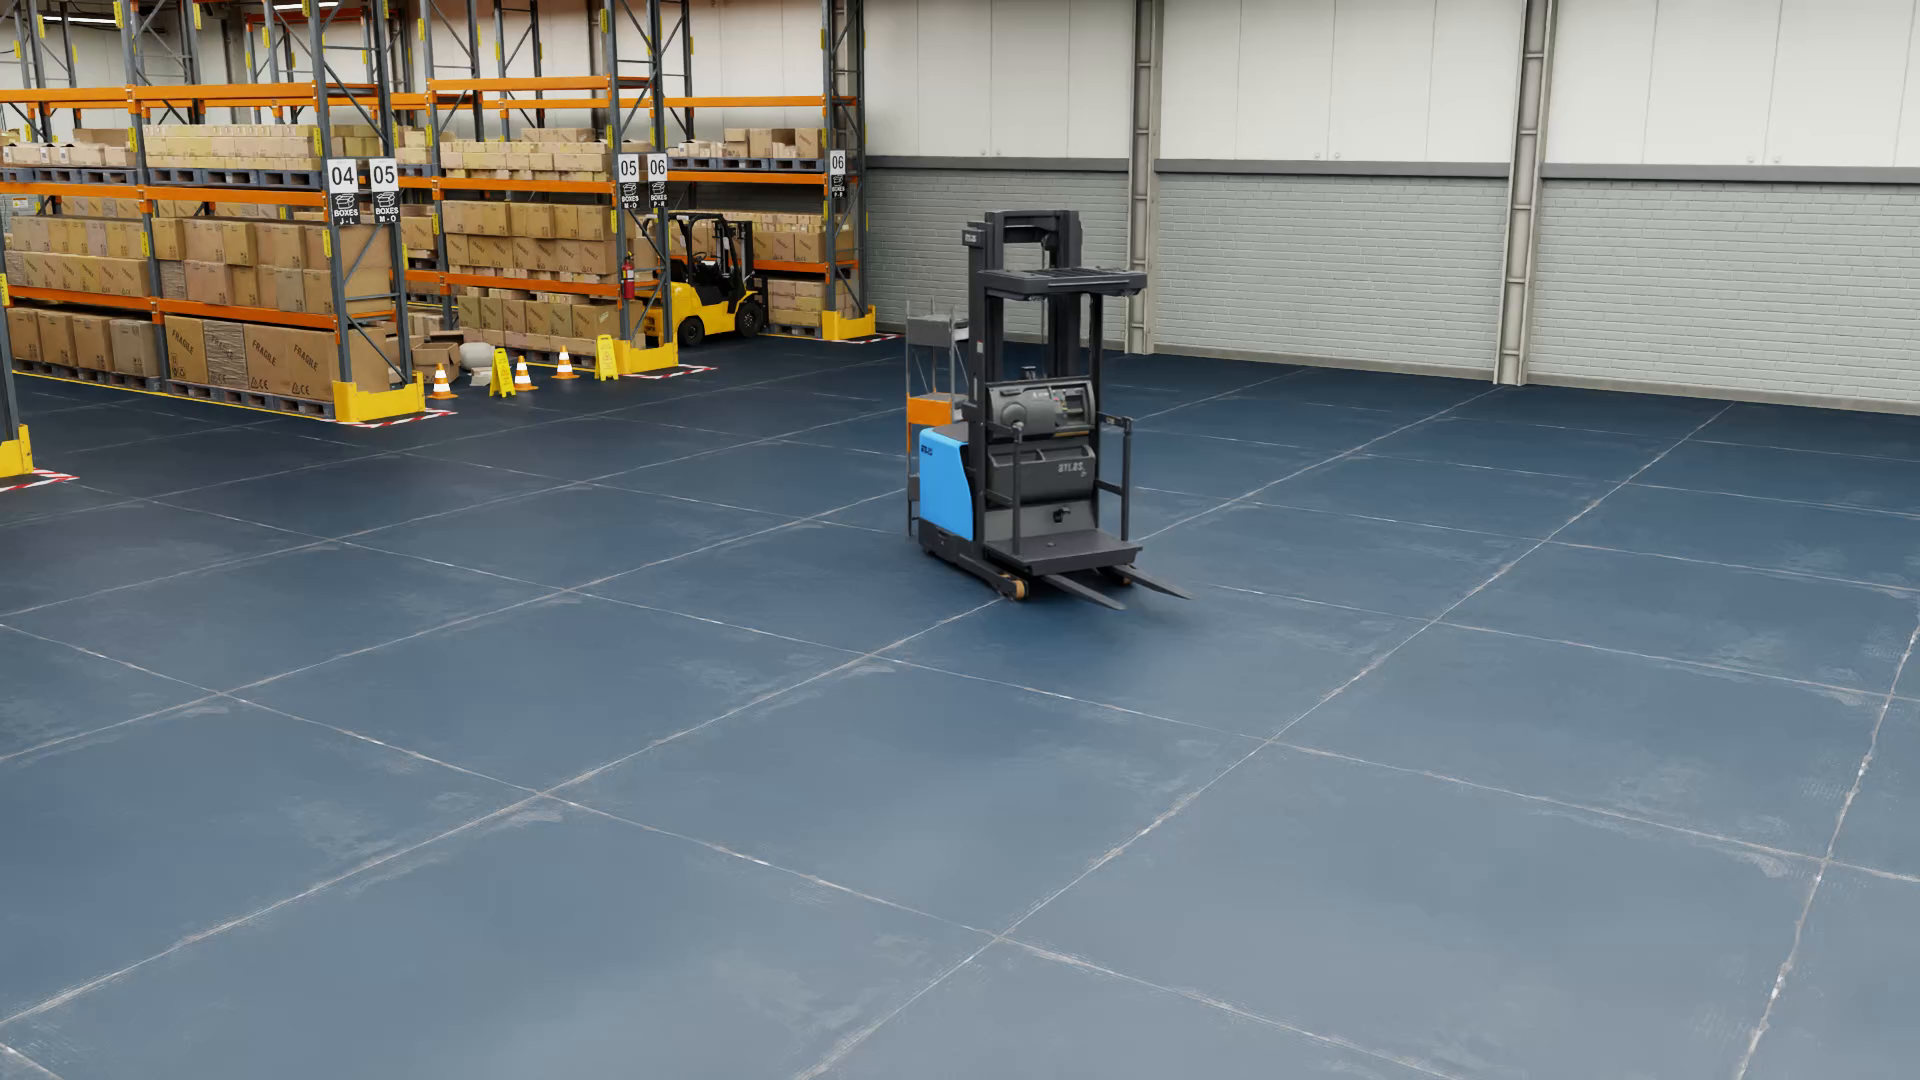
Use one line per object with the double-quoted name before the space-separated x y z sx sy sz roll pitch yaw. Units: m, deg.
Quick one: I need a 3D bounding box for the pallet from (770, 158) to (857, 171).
"pallet" -2.544 -6.558 29.014 1.213 0.211 1.003 9 17 33

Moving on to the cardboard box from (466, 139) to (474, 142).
"cardboard box" -9.656 -7.950 33.319 0.250 0.149 0.380 9 16 32

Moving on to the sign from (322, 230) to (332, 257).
"sign" -7.732 -3.625 20.321 0.005 0.325 0.100 9 17 33

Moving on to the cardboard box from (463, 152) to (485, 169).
"cardboard box" -7.413 -5.938 26.018 0.500 0.250 0.500 9 17 32

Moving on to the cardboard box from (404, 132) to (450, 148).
"cardboard box" -8.610 -6.473 26.885 0.500 0.250 0.500 10 17 34

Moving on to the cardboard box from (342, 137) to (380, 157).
"cardboard box" -7.675 -4.950 20.946 0.500 0.250 0.500 9 17 33

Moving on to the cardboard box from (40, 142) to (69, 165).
"cardboard box" -12.736 -5.515 23.721 0.500 0.311 0.500 9 16 32

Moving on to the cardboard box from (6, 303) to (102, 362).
"cardboard box" -13.601 -3.139 25.070 0.750 0.750 1.050 9 16 32

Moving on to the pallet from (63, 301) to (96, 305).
"pallet" -17.308 -4.755 33.593 1.213 0.211 1.003 9 17 33

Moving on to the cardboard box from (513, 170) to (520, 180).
"cardboard box" -6.655 -5.627 25.593 0.250 0.149 0.380 9 17 33

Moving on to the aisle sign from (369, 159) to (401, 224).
"aisle sign" -7.192 -4.366 20.809 0.004 0.787 0.394 9 17 33

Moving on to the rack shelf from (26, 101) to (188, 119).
"rack shelf" -16.356 -8.301 31.958 4.000 0.370 1.077 9 17 33

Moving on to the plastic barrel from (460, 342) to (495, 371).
"plastic barrel" -7.298 -2.779 25.169 0.512 0.421 0.421 -4 14 -16

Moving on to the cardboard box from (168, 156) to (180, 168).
"cardboard box" -10.202 -4.992 21.946 0.250 0.149 0.380 9 17 33

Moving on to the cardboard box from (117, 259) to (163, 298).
"cardboard box" -11.319 -3.656 23.141 0.500 0.500 0.500 9 17 32

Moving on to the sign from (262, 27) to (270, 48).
"sign" -11.684 -8.459 27.993 0.005 0.325 0.100 9 17 33

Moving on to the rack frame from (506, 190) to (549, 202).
"rack frame" -8.610 -6.118 33.294 0.127 3.000 1.000 9 17 33

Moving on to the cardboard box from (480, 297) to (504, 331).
"cardboard box" -7.269 -3.622 26.499 0.500 0.500 0.500 10 17 35

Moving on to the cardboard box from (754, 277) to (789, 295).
"cardboard box" -3.379 -4.532 29.655 0.500 0.250 0.500 9 17 34

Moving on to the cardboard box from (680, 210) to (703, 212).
"cardboard box" -4.915 -5.974 30.535 0.250 0.149 0.380 9 17 34

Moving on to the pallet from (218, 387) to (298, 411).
"pallet" -9.133 -1.956 22.285 1.213 0.211 1.003 9 17 33

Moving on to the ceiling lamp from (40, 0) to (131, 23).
"ceiling lamp" -18.772 -12.831 35.783 0.800 3.185 2.000 9 17 33

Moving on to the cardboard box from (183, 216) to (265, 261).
"cardboard box" -9.929 -4.081 22.506 0.550 0.550 0.875 9 17 33

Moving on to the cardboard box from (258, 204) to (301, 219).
"cardboard box" -11.952 -5.679 29.231 0.500 0.500 0.500 9 16 31

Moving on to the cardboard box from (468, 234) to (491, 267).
"cardboard box" -7.419 -4.607 26.363 0.500 0.500 0.500 9 17 33

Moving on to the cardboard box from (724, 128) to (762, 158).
"cardboard box" -3.733 -7.058 29.551 0.637 0.503 0.797 10 17 35

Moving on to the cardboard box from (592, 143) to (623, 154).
"cardboard box" -5.185 -5.762 24.479 0.250 0.149 0.380 9 17 33

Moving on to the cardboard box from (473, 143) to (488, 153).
"cardboard box" -7.330 -6.098 25.836 0.250 0.149 0.380 9 17 32

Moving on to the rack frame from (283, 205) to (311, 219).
"rack frame" -11.377 -5.127 29.294 0.127 3.000 1.000 9 17 33

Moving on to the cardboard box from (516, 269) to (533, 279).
"cardboard box" -6.695 -4.161 25.914 0.250 0.149 0.380 9 17 33

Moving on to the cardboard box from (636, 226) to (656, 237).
"cardboard box" -5.841 -5.766 31.145 0.500 0.250 0.500 9 16 32

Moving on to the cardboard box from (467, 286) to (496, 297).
"cardboard box" -7.649 -3.977 26.586 0.250 0.149 0.380 9 17 34

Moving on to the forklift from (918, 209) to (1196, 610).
"forklift" 0.754 -1.071 13.049 1.130 2.935 3.031 -7 16 -26

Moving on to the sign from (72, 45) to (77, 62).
"sign" -17.701 -9.711 33.215 0.005 0.325 0.100 9 17 33

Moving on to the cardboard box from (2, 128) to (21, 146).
"cardboard box" -14.666 -6.181 25.508 0.258 0.266 0.396 9 17 33

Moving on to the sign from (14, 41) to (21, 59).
"sign" -18.330 -9.533 32.332 0.005 0.325 0.100 9 17 33

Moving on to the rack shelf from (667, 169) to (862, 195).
"rack shelf" -3.631 -6.420 29.770 4.000 0.370 1.077 9 17 33

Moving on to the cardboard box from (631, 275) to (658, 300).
"cardboard box" -5.730 -4.700 31.636 0.625 0.625 0.875 10 17 35

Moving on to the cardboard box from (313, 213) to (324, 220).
"cardboard box" -10.697 -5.349 28.489 0.500 0.500 0.500 10 17 36

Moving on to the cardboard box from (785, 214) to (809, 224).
"cardboard box" -2.841 -5.615 29.087 0.250 0.149 0.380 10 17 34

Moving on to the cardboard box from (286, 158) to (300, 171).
"cardboard box" -8.092 -4.652 20.570 0.250 0.149 0.380 9 17 33

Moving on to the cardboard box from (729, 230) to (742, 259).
"cardboard box" -3.801 -5.312 29.833 0.500 0.500 0.500 9 17 33

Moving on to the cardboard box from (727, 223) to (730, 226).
"cardboard box" -4.127 -5.672 29.936 0.250 0.149 0.380 9 16 31

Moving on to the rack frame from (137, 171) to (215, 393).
"rack frame" -10.737 -3.591 23.085 0.127 3.000 1.000 9 17 33

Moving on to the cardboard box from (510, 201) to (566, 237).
"cardboard box" -6.518 -4.970 25.749 0.500 0.500 0.700 9 17 32

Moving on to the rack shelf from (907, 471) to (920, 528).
"rack shelf" -0.152 -0.362 14.887 0.480 0.518 0.431 10 17 35

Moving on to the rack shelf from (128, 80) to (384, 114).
"rack shelf" -9.077 -5.691 21.415 4.000 0.370 1.077 9 17 33

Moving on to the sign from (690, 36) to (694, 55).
"sign" -4.961 -9.131 30.709 0.005 0.325 0.100 9 17 33

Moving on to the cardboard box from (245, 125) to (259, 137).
"cardboard box" -8.728 -5.141 20.889 0.250 0.149 0.380 9 17 33

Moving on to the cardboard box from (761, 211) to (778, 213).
"cardboard box" -3.399 -5.853 30.049 0.250 0.149 0.380 9 17 33

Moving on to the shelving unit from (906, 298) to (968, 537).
"shelving unit" -0.152 -1.055 14.716 0.503 2.100 0.431 10 17 35

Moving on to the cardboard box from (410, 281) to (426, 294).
"cardboard box" -11.206 -5.465 34.987 0.500 0.500 0.500 9 16 32

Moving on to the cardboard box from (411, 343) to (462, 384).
"cardboard box" -7.610 -2.574 24.172 0.637 0.503 0.797 -1 14 -6

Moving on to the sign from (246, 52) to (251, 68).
"sign" -15.551 -10.486 36.348 0.005 0.325 0.100 9 17 33
